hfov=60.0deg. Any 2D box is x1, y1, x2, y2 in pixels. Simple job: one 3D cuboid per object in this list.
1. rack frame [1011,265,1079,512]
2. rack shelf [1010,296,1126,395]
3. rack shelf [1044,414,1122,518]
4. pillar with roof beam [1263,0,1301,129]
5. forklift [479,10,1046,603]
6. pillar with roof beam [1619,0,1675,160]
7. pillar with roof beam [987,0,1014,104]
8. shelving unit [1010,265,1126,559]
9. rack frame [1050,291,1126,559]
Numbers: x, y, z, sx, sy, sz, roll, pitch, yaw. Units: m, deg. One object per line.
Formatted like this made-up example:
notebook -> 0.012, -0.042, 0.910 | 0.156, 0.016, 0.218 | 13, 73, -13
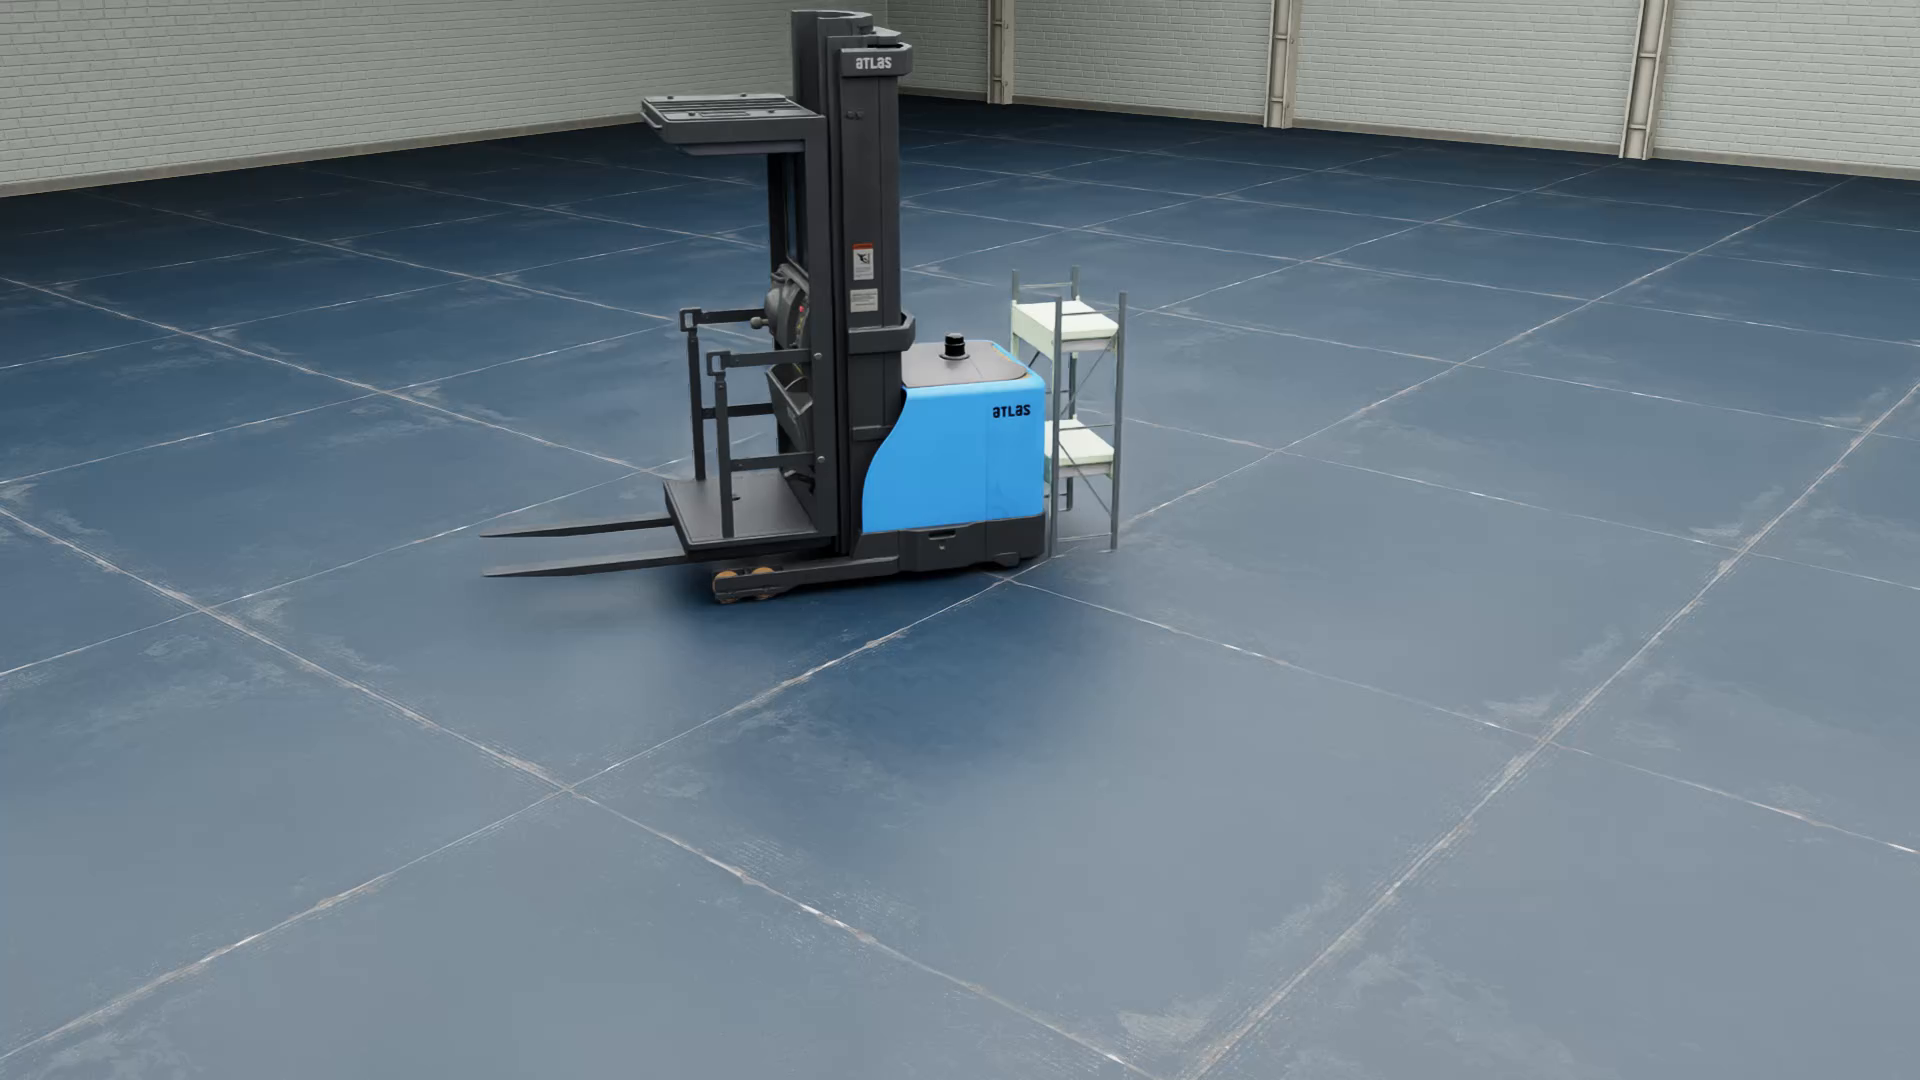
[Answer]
rack frame -> 0.493, -0.866, 9.838 | 0.400, 1.500, 0.023 | -6, 21, -16
rack shelf -> 0.598, -1.107, 9.372 | 0.431, 0.370, 0.720 | -6, 21, -16
rack shelf -> 0.598, -0.437, 9.625 | 0.431, 0.370, 0.720 | -6, 21, -16
pillar with roof beam -> 2.695, -10.070, 23.618 | 0.400, 9.000, 9.100 | 16, 26, 36
forklift -> -1.099, -1.245, 8.816 | 3.031, 2.935, 1.130 | -6, 21, -16
pillar with roof beam -> 7.344, -8.731, 20.068 | 0.400, 9.000, 9.100 | 16, 26, 36
pillar with roof beam -> -1.953, -11.408, 27.168 | 0.400, 9.000, 9.100 | 16, 26, 36
shelving unit -> 0.598, -0.742, 9.510 | 0.431, 1.500, 0.755 | -6, 21, -16
rack frame -> 0.703, -0.618, 9.182 | 0.400, 1.500, 0.023 | -6, 21, -16
